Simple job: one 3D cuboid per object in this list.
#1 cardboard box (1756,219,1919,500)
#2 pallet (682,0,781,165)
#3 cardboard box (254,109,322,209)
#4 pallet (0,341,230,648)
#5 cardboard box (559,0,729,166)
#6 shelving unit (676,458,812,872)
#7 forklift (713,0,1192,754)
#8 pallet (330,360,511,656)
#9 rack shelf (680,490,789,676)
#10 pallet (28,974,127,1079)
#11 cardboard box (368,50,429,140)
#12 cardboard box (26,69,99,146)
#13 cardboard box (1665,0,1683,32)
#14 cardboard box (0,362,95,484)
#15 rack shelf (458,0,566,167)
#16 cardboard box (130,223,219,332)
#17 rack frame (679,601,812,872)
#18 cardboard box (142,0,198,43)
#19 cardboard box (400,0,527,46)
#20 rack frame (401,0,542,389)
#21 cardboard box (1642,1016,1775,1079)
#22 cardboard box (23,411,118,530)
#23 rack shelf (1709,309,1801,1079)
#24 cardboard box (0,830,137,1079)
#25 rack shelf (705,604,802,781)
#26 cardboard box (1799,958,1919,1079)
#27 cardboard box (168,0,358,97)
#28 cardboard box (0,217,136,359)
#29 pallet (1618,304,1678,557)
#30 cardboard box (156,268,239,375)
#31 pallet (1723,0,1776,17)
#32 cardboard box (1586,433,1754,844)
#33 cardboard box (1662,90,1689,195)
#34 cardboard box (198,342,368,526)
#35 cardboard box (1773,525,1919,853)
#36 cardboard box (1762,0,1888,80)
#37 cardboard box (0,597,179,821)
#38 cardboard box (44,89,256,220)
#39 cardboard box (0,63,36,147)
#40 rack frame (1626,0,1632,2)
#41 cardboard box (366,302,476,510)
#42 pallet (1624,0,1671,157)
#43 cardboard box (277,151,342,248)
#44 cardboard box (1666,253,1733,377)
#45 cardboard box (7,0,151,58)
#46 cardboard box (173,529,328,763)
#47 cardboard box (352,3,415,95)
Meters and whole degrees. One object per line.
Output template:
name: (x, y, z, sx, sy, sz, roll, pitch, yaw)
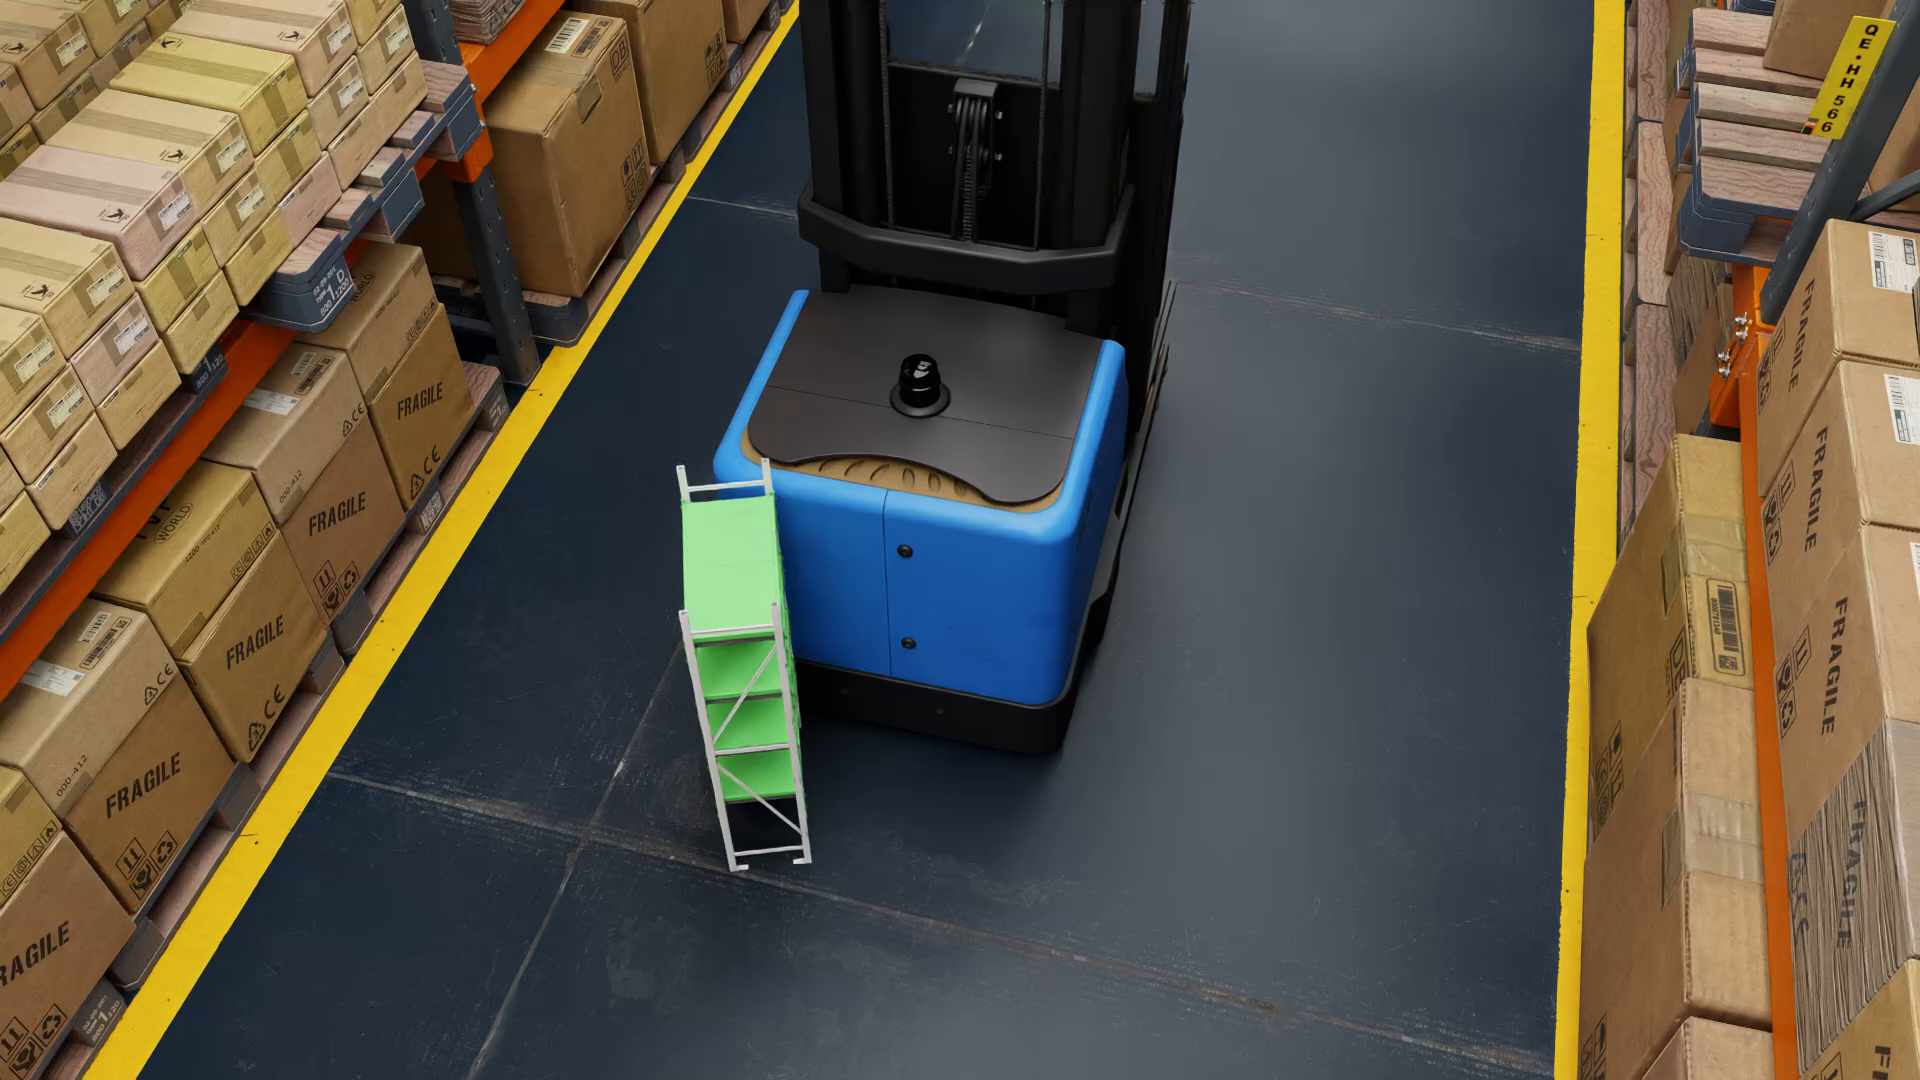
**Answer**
cardboard box: (2.278, -0.388, 4.025, 0.500, 0.500, 0.500, 13, 50, 11)
pallet: (-1.486, -2.217, 7.566, 1.003, 0.211, 1.213, 12, 50, 10)
cardboard box: (-1.916, -1.027, 4.345, 0.380, 0.149, 0.250, 13, 50, 11)
pallet: (-2.571, -0.201, 4.055, 1.003, 0.211, 1.213, 12, 50, 10)
cardboard box: (-1.616, -2.155, 6.872, 1.050, 0.750, 0.750, 12, 50, 11)
shelving unit: (-0.587, 0.381, 4.614, 0.258, 1.200, 0.503, -5, 49, -5)
forklift: (0.158, -1.447, 5.072, 1.130, 2.935, 3.031, 11, 49, 9)
pallet: (-2.297, -0.217, 5.801, 1.003, 0.211, 1.213, 12, 50, 10)
rack shelf: (-0.586, 0.105, 4.302, 0.258, 0.148, 0.480, -5, 49, -5)
pallet: (-2.939, 1.548, 4.243, 1.003, 0.211, 1.213, 12, 50, 10)
cardboard box: (-1.776, -1.313, 4.796, 0.380, 0.149, 0.250, 12, 50, 11)
cardboard box: (-2.547, -1.159, 4.461, 0.380, 0.149, 0.250, 10, 49, 9)
cardboard box: (3.539, -2.425, 7.263, 0.700, 0.500, 0.500, 8, 49, 7)
cardboard box: (-2.185, -0.291, 3.696, 0.380, 0.149, 0.250, 11, 49, 9)
rack shelf: (-1.563, -2.913, 6.800, 1.077, 0.370, 4.000, 12, 50, 10)
cardboard box: (-2.050, -0.667, 4.027, 0.380, 0.149, 0.250, 11, 50, 10)
rack frame: (-0.556, 0.562, 4.454, 0.240, 1.200, 0.015, -5, 49, -5)
cardboard box: (-2.411, -1.549, 4.806, 0.380, 0.149, 0.250, 14, 50, 12)
cardboard box: (-1.711, -2.009, 5.456, 0.500, 0.500, 0.500, 12, 50, 10)
rack frame: (-2.090, -1.705, 5.254, 1.000, 3.000, 0.127, 12, 50, 10)
cardboard box: (2.000, 1.691, 3.394, 1.225, 0.875, 0.875, 10, 49, 9)
cardboard box: (-2.187, -0.188, 3.803, 0.380, 0.149, 0.250, 10, 49, 8)
rack shelf: (2.142, 1.032, 3.318, 1.077, 0.370, 4.000, 12, 50, 10)
cardboard box: (-2.555, 1.012, 4.244, 0.500, 0.500, 0.500, 14, 50, 12)
rack shelf: (-0.587, 0.423, 4.662, 0.258, 0.148, 0.480, -5, 49, -5)
cardboard box: (1.743, 1.079, 2.730, 0.500, 0.500, 0.500, 11, 49, 10)
cardboard box: (-1.845, -1.331, 4.415, 0.380, 0.149, 0.250, 11, 49, 10)
cardboard box: (-2.119, -0.577, 3.750, 0.380, 0.149, 0.250, 14, 50, 12)
pallet: (2.876, -0.295, 5.870, 1.003, 0.211, 1.213, 12, 50, 10)
cardboard box: (-2.049, -0.573, 4.143, 0.380, 0.149, 0.250, 10, 49, 8)
pallet: (3.150, -2.029, 5.668, 1.003, 0.211, 1.213, 12, 50, 10)
cardboard box: (2.467, 0.406, 4.528, 1.225, 0.875, 0.875, 9, 49, 8)
cardboard box: (3.249, -1.679, 6.605, 0.700, 0.500, 0.500, 8, 49, 7)
cardboard box: (-2.139, -0.351, 4.946, 0.500, 0.250, 0.500, 12, 50, 11)
cardboard box: (2.013, 0.357, 3.368, 0.500, 0.500, 0.500, 11, 49, 9)
cardboard box: (2.823, -1.647, 4.856, 0.700, 0.500, 0.500, 18, 51, 16)
cardboard box: (-2.417, 0.393, 4.290, 0.500, 0.250, 0.500, 13, 50, 11)
cardboard box: (-1.980, -0.948, 4.077, 0.380, 0.149, 0.250, 13, 50, 11)
cardboard box: (-2.605, -1.098, 4.209, 0.380, 0.149, 0.250, 10, 49, 8)
rack frame: (3.722, -3.546, 6.879, 1.000, 3.000, 0.127, 12, 50, 10)
cardboard box: (-2.011, -0.489, 5.568, 0.500, 0.500, 0.500, 11, 50, 10)
pallet: (3.518, -2.060, 7.427, 1.003, 0.211, 1.213, 12, 50, 10)
cardboard box: (-1.910, -0.948, 4.473, 0.380, 0.149, 0.250, 12, 50, 11)
cardboard box: (2.960, -0.863, 5.885, 0.700, 0.500, 0.500, 8, 49, 7)
cardboard box: (-2.466, -1.466, 4.534, 0.380, 0.149, 0.250, 10, 49, 9)
cardboard box: (-2.274, 0.272, 4.897, 0.500, 0.500, 0.500, 10, 49, 8)
cardboard box: (-1.780, -1.412, 4.684, 0.380, 0.149, 0.250, 12, 50, 11)
